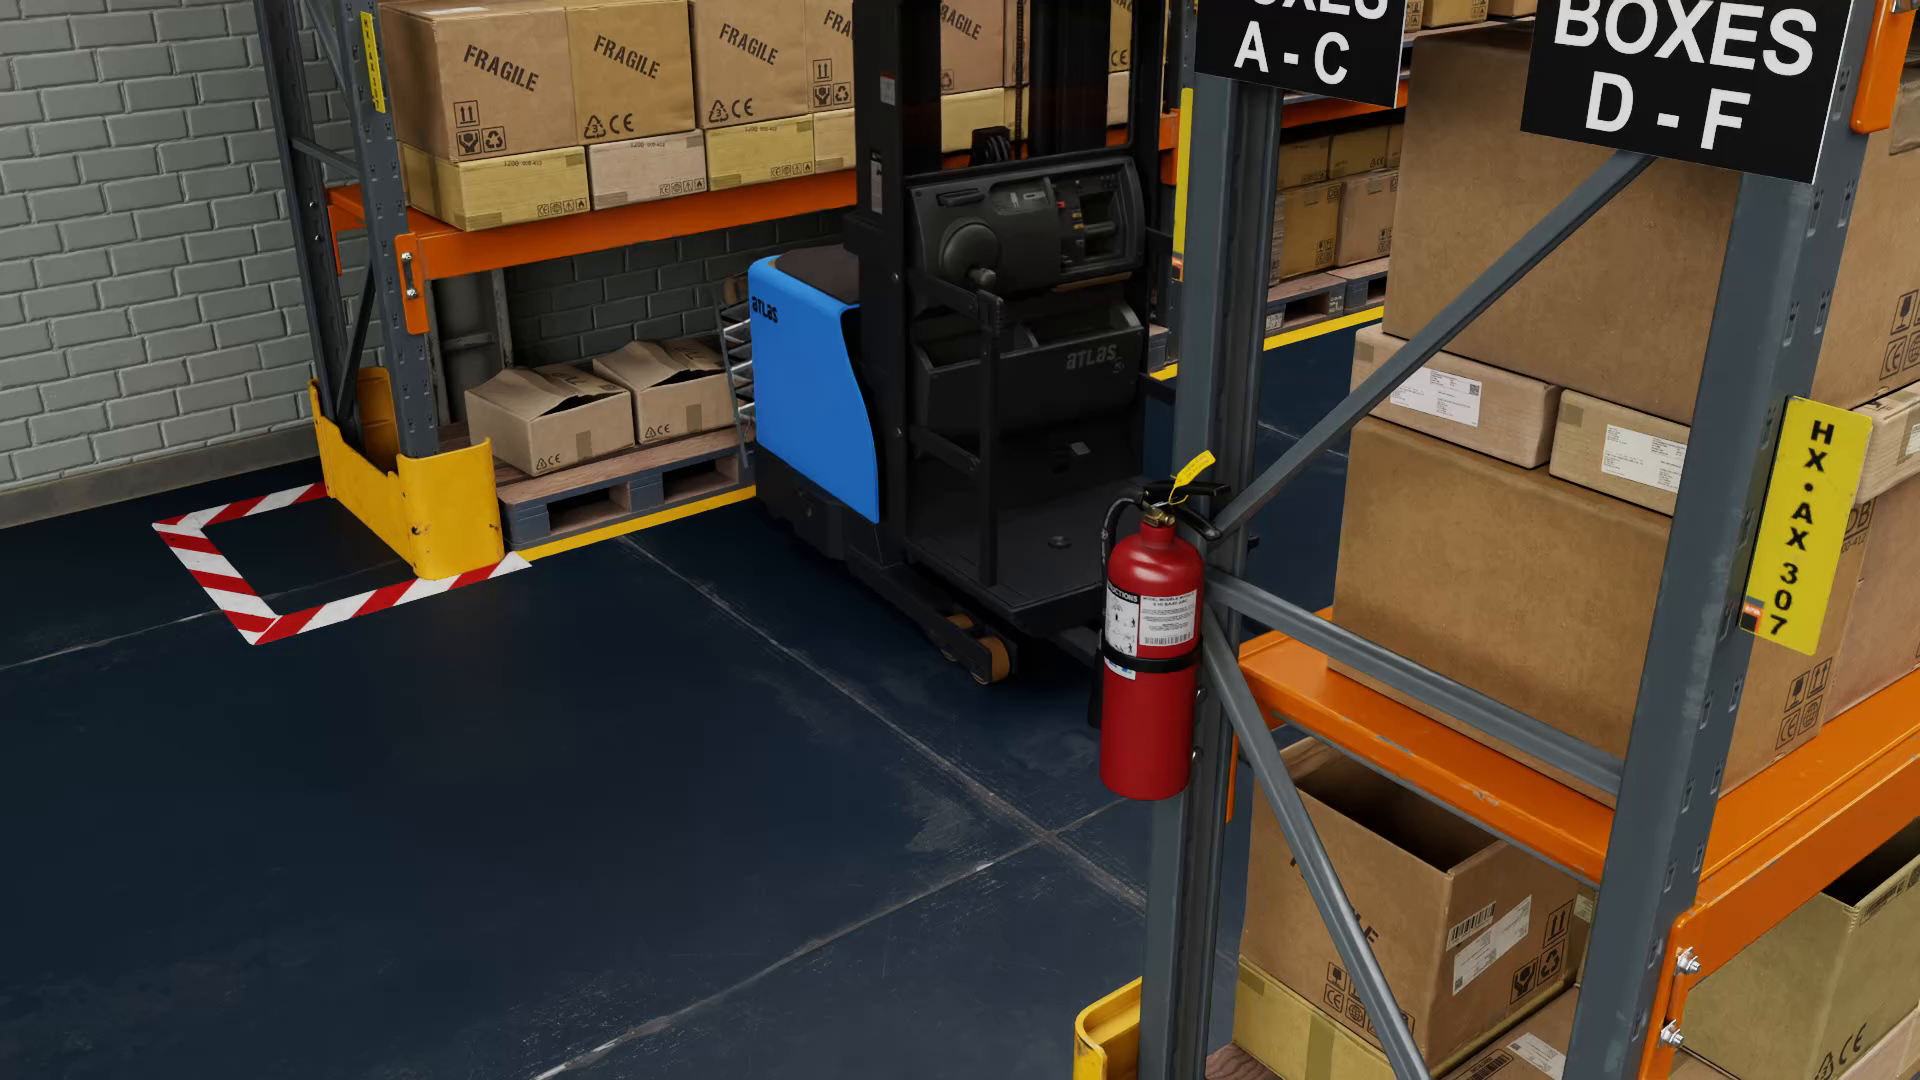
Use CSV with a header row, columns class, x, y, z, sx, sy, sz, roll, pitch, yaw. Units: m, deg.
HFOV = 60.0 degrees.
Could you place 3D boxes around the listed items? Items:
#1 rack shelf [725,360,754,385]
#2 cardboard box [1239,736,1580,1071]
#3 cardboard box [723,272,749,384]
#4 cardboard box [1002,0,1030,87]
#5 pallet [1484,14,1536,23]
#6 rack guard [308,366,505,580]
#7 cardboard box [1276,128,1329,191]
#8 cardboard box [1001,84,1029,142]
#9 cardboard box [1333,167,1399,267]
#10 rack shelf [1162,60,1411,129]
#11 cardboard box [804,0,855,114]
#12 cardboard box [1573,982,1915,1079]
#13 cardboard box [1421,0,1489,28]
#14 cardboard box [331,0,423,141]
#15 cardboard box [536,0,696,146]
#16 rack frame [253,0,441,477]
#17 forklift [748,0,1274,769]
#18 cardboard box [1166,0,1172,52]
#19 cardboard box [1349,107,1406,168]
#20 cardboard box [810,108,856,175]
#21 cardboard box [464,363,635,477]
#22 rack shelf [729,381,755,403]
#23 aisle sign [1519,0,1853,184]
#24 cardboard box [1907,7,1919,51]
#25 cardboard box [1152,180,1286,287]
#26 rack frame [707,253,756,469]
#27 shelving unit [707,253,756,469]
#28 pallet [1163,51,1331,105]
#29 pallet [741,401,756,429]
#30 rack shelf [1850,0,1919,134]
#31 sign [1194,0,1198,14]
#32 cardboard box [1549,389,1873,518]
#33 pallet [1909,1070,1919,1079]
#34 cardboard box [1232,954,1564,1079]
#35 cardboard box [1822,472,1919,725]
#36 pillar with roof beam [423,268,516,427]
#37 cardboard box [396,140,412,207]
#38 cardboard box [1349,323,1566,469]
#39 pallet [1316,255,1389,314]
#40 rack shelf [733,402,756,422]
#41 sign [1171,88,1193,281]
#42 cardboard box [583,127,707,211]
class,x,y,z,sx,sy,sz,roll,pitch,yaw
rack shelf,-0.847,-0.722,7.163,0.258,0.077,0.200,-17,-13,23
cardboard box,0.963,0.707,3.541,0.500,0.500,0.500,-18,31,-34
cardboard box,-0.678,-0.950,7.680,0.500,0.500,0.700,-21,32,-37
cardboard box,0.243,-2.376,7.569,0.500,0.500,0.500,-18,31,-34
pallet,3.466,-3.183,10.273,1.003,0.211,1.213,-18,31,-34
rack guard,-2.275,-0.298,6.798,0.348,0.500,1.175,-18,31,-34
cardboard box,1.726,-2.169,9.417,0.500,0.250,0.500,-19,31,-35
cardboard box,0.230,-2.042,7.741,0.500,0.250,0.500,-18,30,-34
cardboard box,2.184,-1.984,9.908,0.500,0.500,0.700,-18,30,-33
rack shelf,2.387,-2.644,9.739,4.000,0.370,1.077,-18,31,-34
cardboard box,-0.569,-2.113,7.003,0.500,0.500,0.500,-17,30,-32
cardboard box,1.675,1.088,3.610,0.500,0.250,0.500,-18,31,-34
cardboard box,2.630,-3.279,9.610,0.500,0.500,0.700,-18,31,-34
cardboard box,-2.095,-1.886,6.514,0.500,0.500,0.500,-19,31,-35
cardboard box,-1.378,-1.843,6.421,0.500,0.500,0.500,-18,30,-34
rack frame,-2.335,-1.412,6.229,0.127,3.000,1.000,-18,31,-34
forklift,0.364,-1.062,5.558,1.130,2.935,3.031,-15,29,-30
cardboard box,1.235,-2.817,8.615,0.500,0.500,0.700,-18,30,-34
cardboard box,2.537,-2.429,9.977,0.500,0.250,0.500,-18,31,-34
cardboard box,-0.551,-1.775,7.166,0.500,0.250,0.500,-18,30,-34
cardboard box,-1.735,-0.542,7.026,0.500,0.311,0.500,-23,33,-40
rack shelf,-0.828,-0.636,7.145,0.258,0.077,0.200,-17,-13,23
aisle sign,0.862,-0.833,1.893,0.004,0.787,0.394,-18,31,-34
cardboard box,1.552,-0.675,2.981,0.500,0.500,0.700,-19,31,-35
cardboard box,1.382,-1.714,9.326,0.500,0.500,0.700,-17,30,-32
rack frame,-0.897,-0.764,7.078,0.240,0.900,0.006,-17,-13,23
shelving unit,-0.853,-0.754,7.170,0.258,0.900,0.210,-17,-13,23
pallet,1.504,-2.514,8.833,1.213,0.211,1.003,-18,31,-34
pallet,-0.654,-0.681,7.968,1.213,0.211,1.003,-18,31,-34
rack shelf,2.299,-1.326,3.335,4.000,0.370,1.077,-18,31,-34
sign,1.154,-2.666,7.903,0.005,0.325,0.100,-18,31,-34
cardboard box,1.167,-0.142,2.604,0.250,0.149,0.380,-19,31,-34
pallet,2.260,0.965,4.420,1.213,0.211,1.003,-18,31,-34
cardboard box,0.965,1.048,3.697,0.500,0.250,0.500,-18,31,-34
cardboard box,1.511,-0.072,3.224,0.500,0.500,0.700,-17,30,-33
pillar with roof beam,0.339,-3.176,2.903,0.400,9.000,9.100,-18,31,-34
cardboard box,-2.086,-1.539,6.657,0.500,0.250,0.500,-18,30,-33
cardboard box,0.908,-0.274,2.888,0.250,0.149,0.380,-19,31,-35
pallet,2.385,-1.708,10.179,1.213,0.211,1.003,-18,31,-34
rack shelf,-0.810,-0.549,7.127,0.258,0.077,0.200,-17,-13,23
sign,0.401,-0.588,2.797,0.005,0.325,0.100,-18,31,-34
cardboard box,-1.355,-1.514,6.604,0.500,0.250,0.500,-19,31,-36
